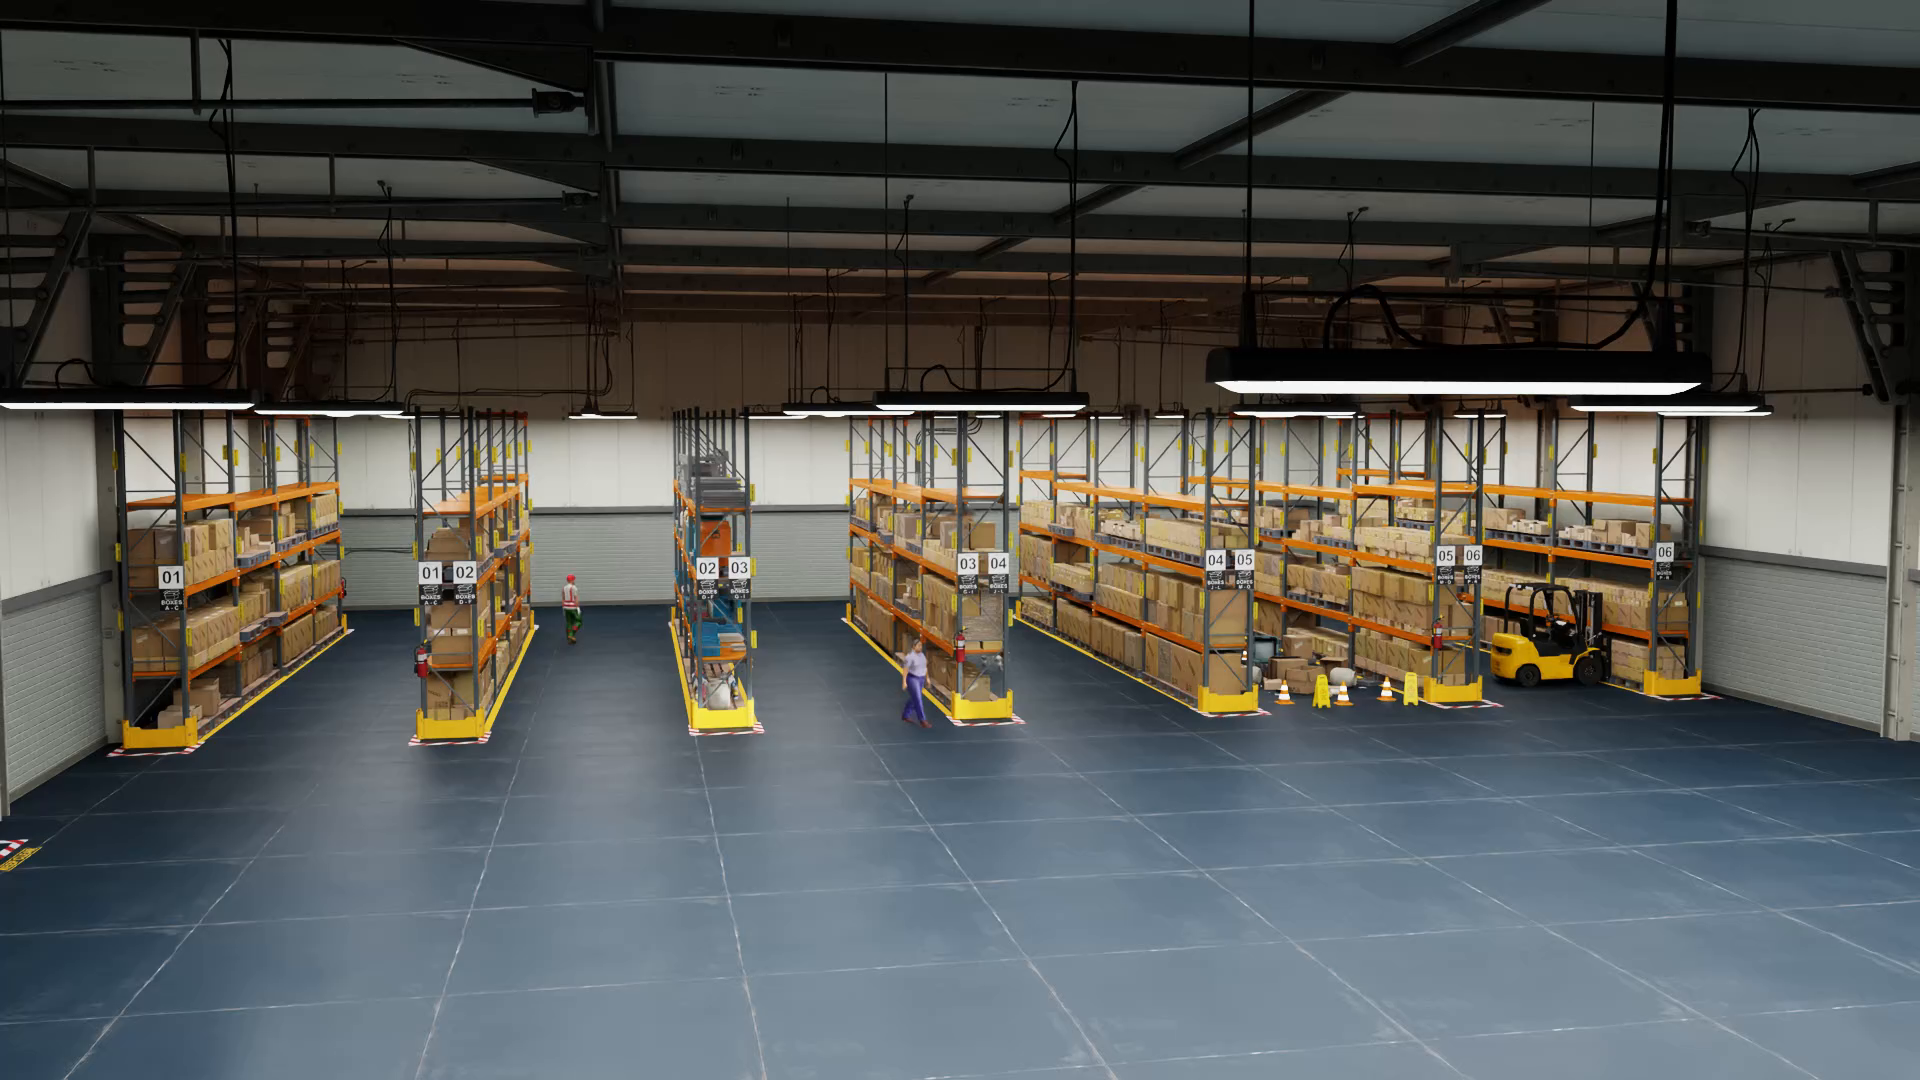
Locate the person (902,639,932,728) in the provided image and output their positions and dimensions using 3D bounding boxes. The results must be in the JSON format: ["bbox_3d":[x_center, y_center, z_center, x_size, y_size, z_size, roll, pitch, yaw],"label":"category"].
[{"bbox_3d":[-0.792,2.671,31.315,0.888,1.605,0.529,3,5,33],"label":"person"}]

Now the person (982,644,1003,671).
[{"bbox_3d":[0.723,2.114,38.199,0.599,1.726,1.055,-1,4,-16],"label":"person"}]

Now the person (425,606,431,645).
[{"bbox_3d":[-13.535,1.840,42.572,0.576,1.723,0.533,1,4,15],"label":"person"}]

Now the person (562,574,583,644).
[{"bbox_3d":[-10.038,1.786,42.863,0.589,1.791,0.489,3,5,34],"label":"person"}]
